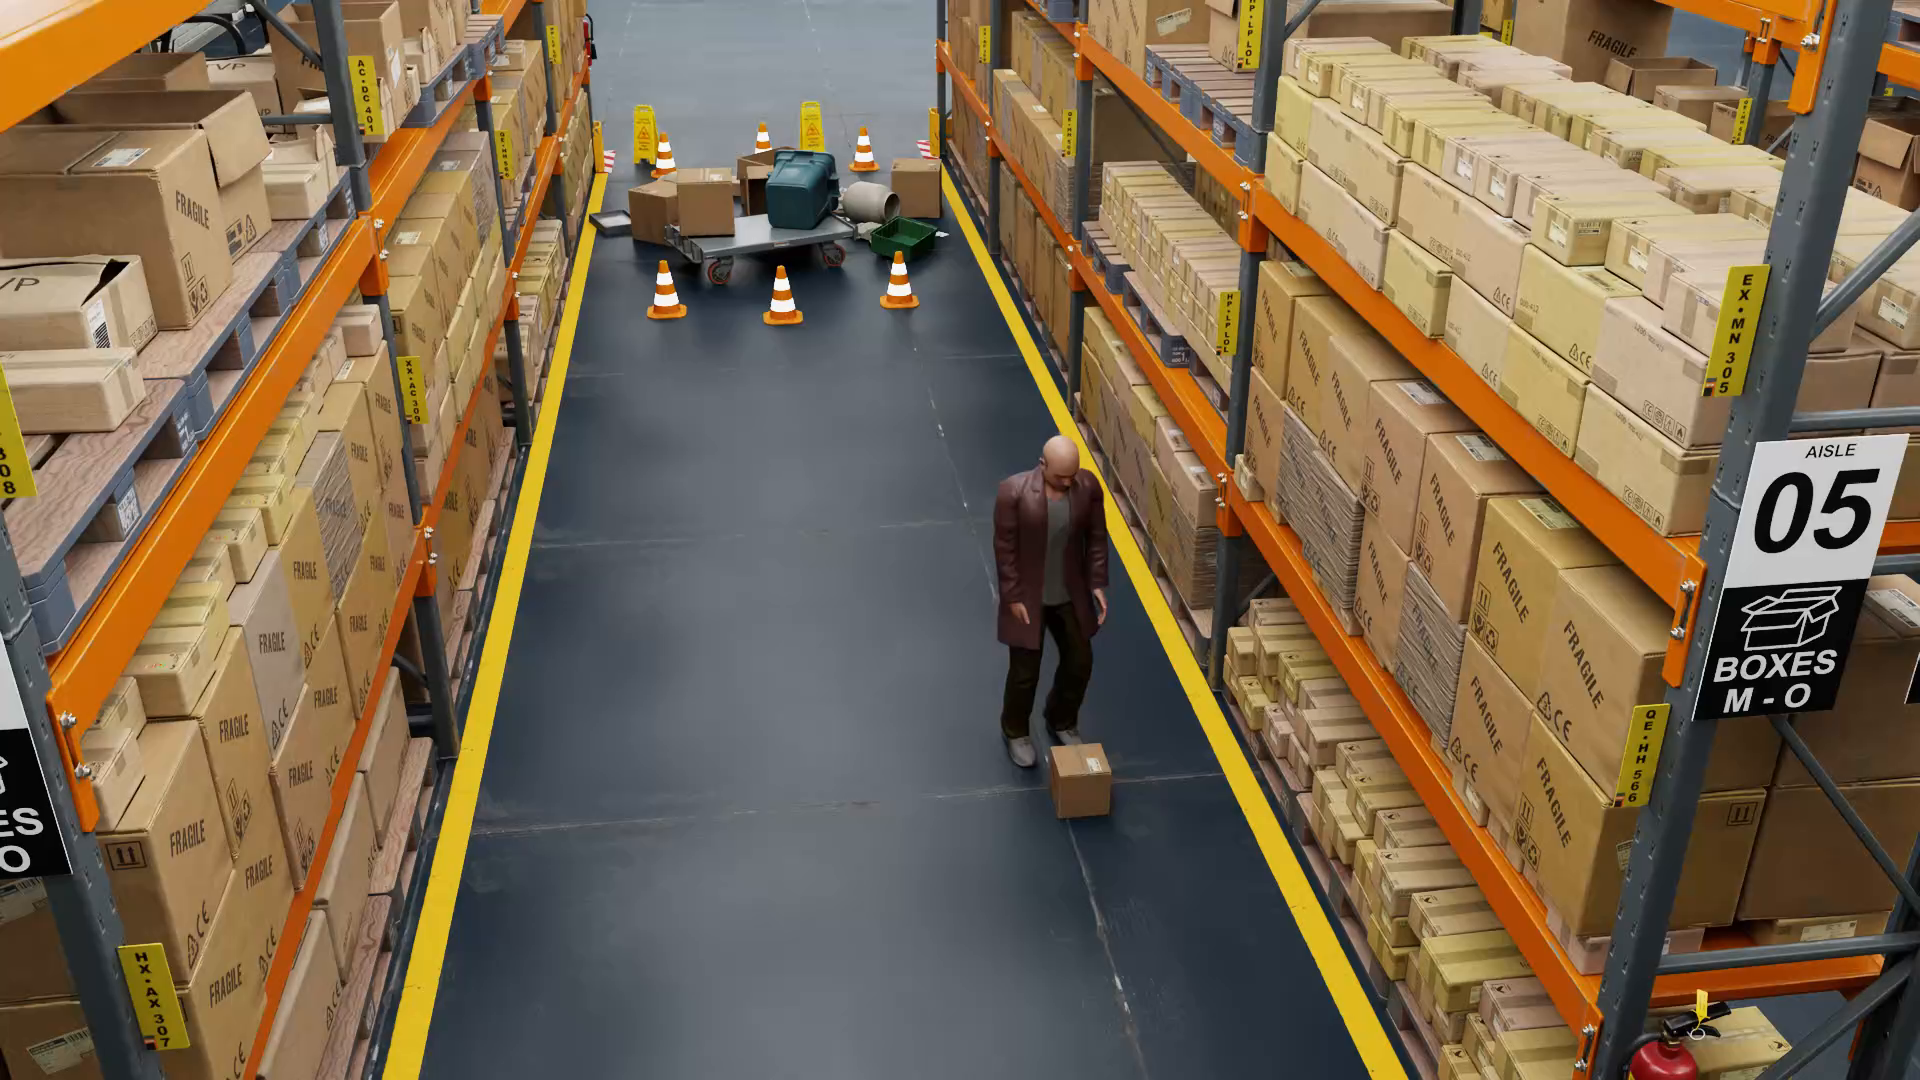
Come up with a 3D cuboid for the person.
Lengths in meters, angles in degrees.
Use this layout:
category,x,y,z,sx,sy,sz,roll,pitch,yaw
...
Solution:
category,x,y,z,sx,sy,sz,roll,pitch,yaw
person,0.449,0.285,8.152,0.595,1.716,0.441,-8,28,-15
